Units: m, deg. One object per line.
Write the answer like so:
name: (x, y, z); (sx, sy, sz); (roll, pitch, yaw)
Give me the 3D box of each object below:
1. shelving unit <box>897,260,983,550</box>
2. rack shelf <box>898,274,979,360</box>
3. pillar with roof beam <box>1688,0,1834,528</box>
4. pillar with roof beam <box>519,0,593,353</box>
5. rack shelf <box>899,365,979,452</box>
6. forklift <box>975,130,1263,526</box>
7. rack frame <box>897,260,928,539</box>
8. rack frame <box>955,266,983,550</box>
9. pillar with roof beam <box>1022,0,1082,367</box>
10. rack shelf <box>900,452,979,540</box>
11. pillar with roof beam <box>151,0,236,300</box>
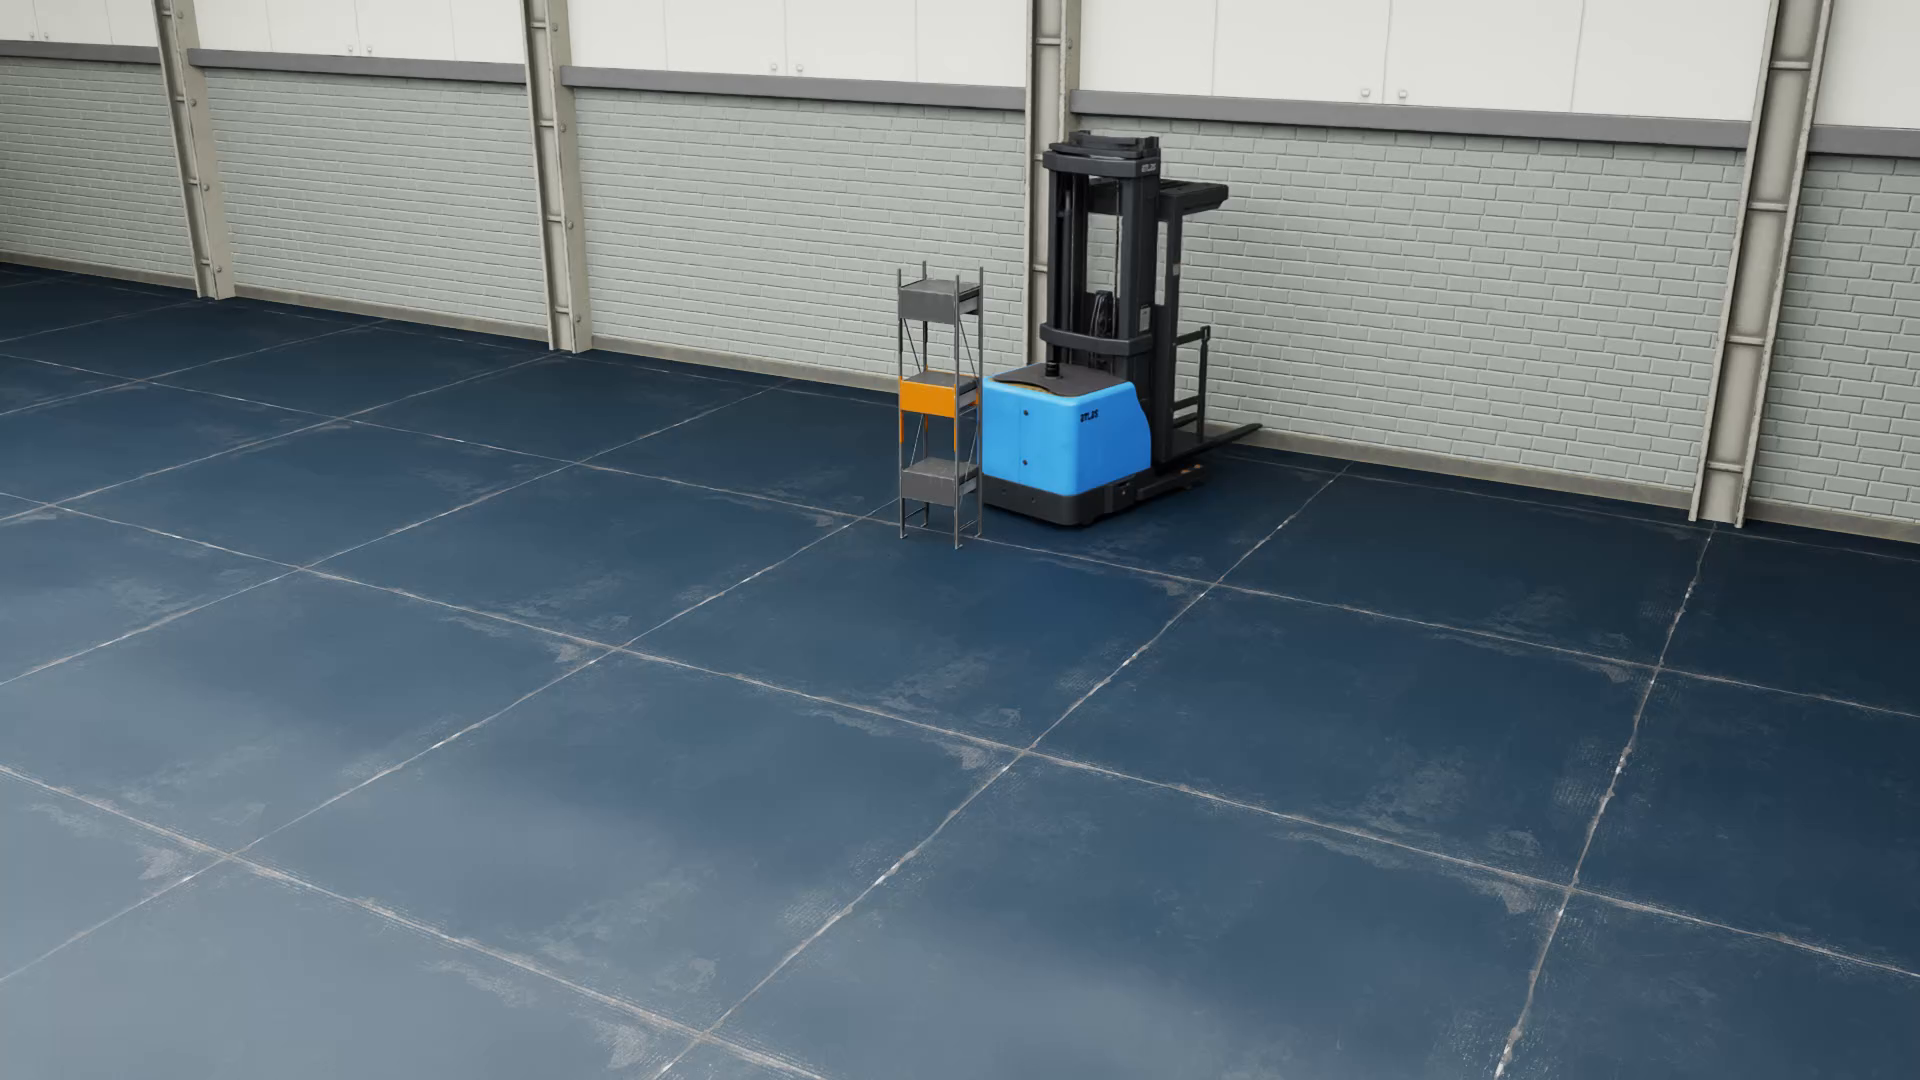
shelving unit: (-0.144, -1.015, 12.583); (0.503, 2.100, 0.431); (11, 23, 27)
rack shelf: (-0.144, -1.660, 12.349); (0.480, 0.518, 0.431); (11, 23, 27)
pillar with roof beam: (3.976, -3.121, 8.272); (0.400, 9.000, 9.100); (11, 23, 27)
pillar with roof beam: (-6.500, -5.116, 13.774); (0.400, 9.000, 9.100); (11, 23, 27)
rack shelf: (-0.144, -1.002, 12.588); (0.480, 0.518, 0.431); (11, 23, 27)
forklift: (1.485, -1.911, 13.834); (1.130, 2.935, 3.031); (17, 26, 39)
rack frame: (-0.358, -1.055, 12.695); (0.015, 2.100, 0.400); (11, 23, 27)
rack frame: (0.069, -0.974, 12.471); (0.015, 2.100, 0.400); (11, 23, 27)
pillar with roof beam: (-1.262, -4.119, 11.023); (0.400, 9.000, 9.100); (11, 23, 27)
rack shelf: (-0.144, -0.344, 12.826); (0.480, 0.518, 0.431); (11, 23, 27)
pillar with roof beam: (-11.738, -6.114, 16.524); (0.400, 9.000, 9.100); (11, 23, 27)
